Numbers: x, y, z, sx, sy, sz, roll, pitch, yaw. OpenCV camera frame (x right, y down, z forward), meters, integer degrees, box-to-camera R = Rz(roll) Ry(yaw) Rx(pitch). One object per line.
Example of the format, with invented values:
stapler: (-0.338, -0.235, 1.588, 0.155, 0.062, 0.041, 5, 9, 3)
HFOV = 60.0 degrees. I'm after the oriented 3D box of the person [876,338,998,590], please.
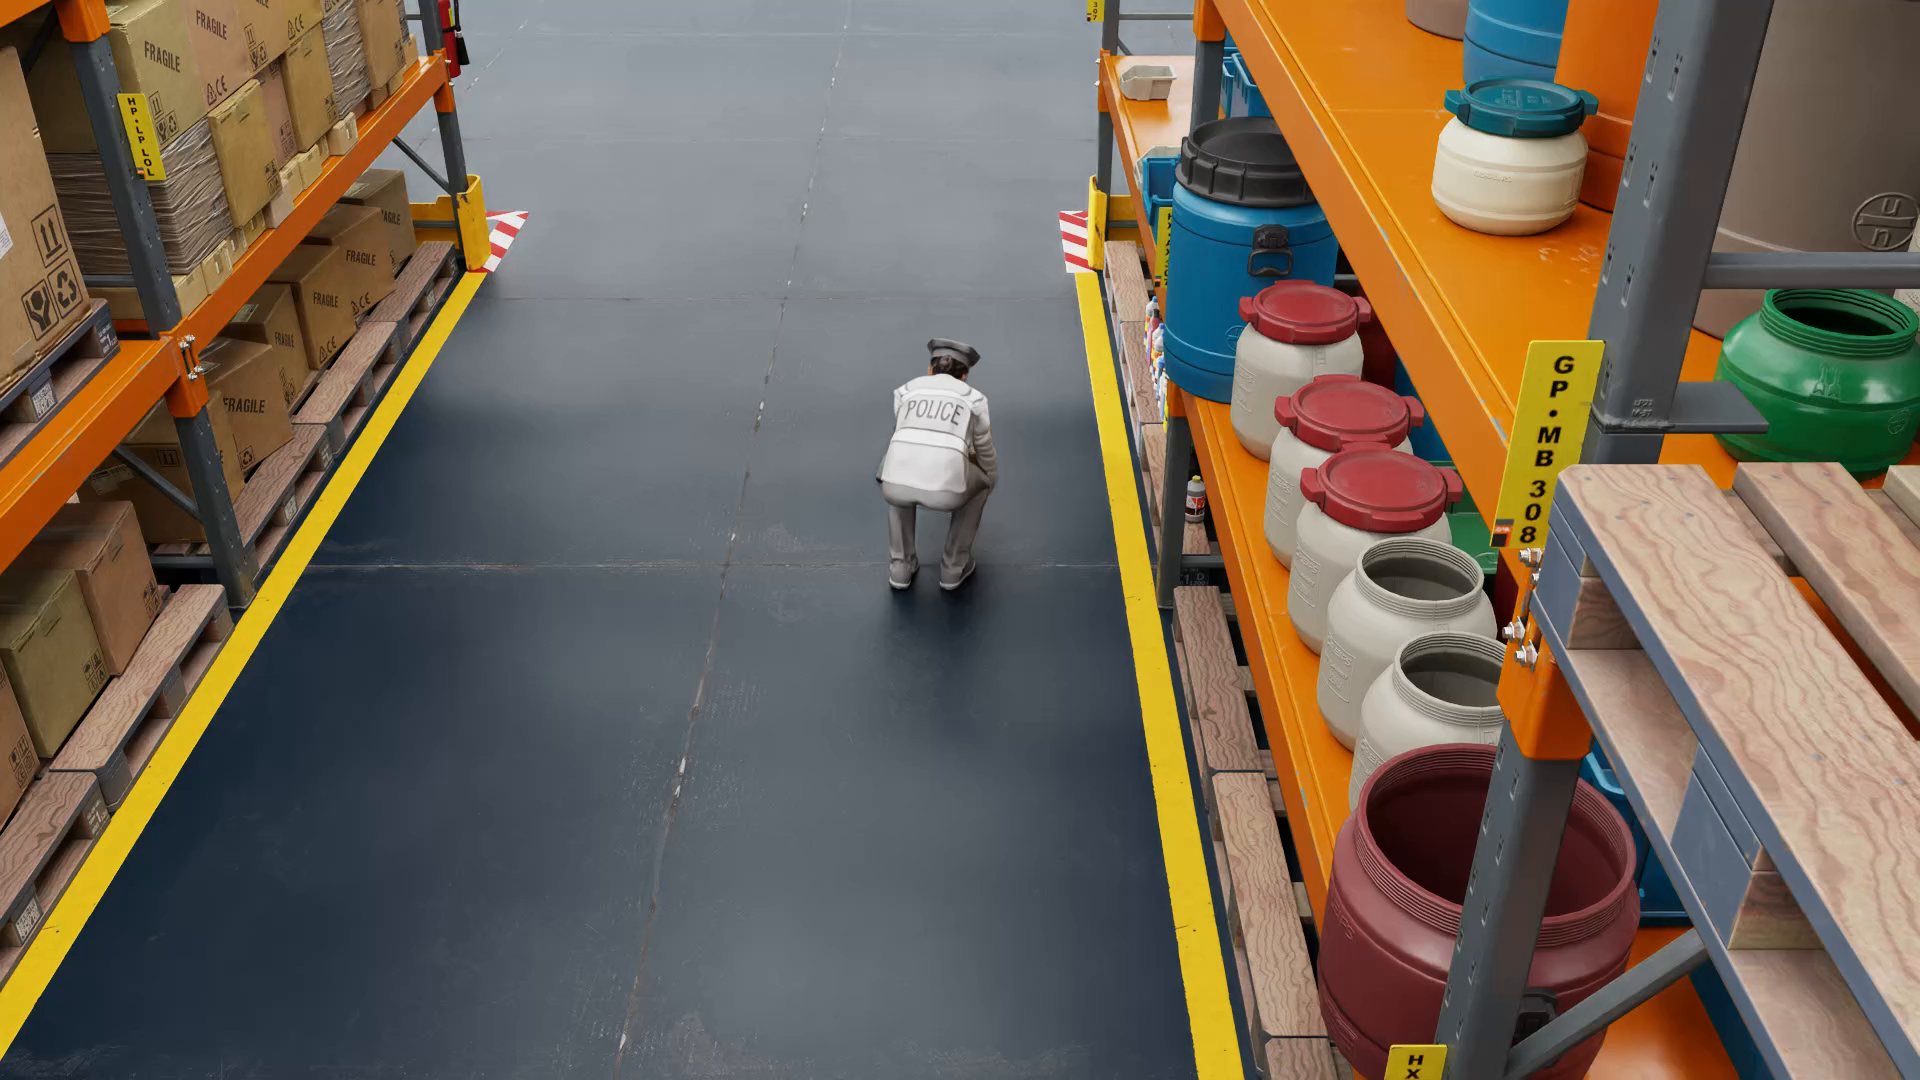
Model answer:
person: (-0.100, -0.318, 7.309, 0.459, 0.976, 0.898, 7, 32, 11)
